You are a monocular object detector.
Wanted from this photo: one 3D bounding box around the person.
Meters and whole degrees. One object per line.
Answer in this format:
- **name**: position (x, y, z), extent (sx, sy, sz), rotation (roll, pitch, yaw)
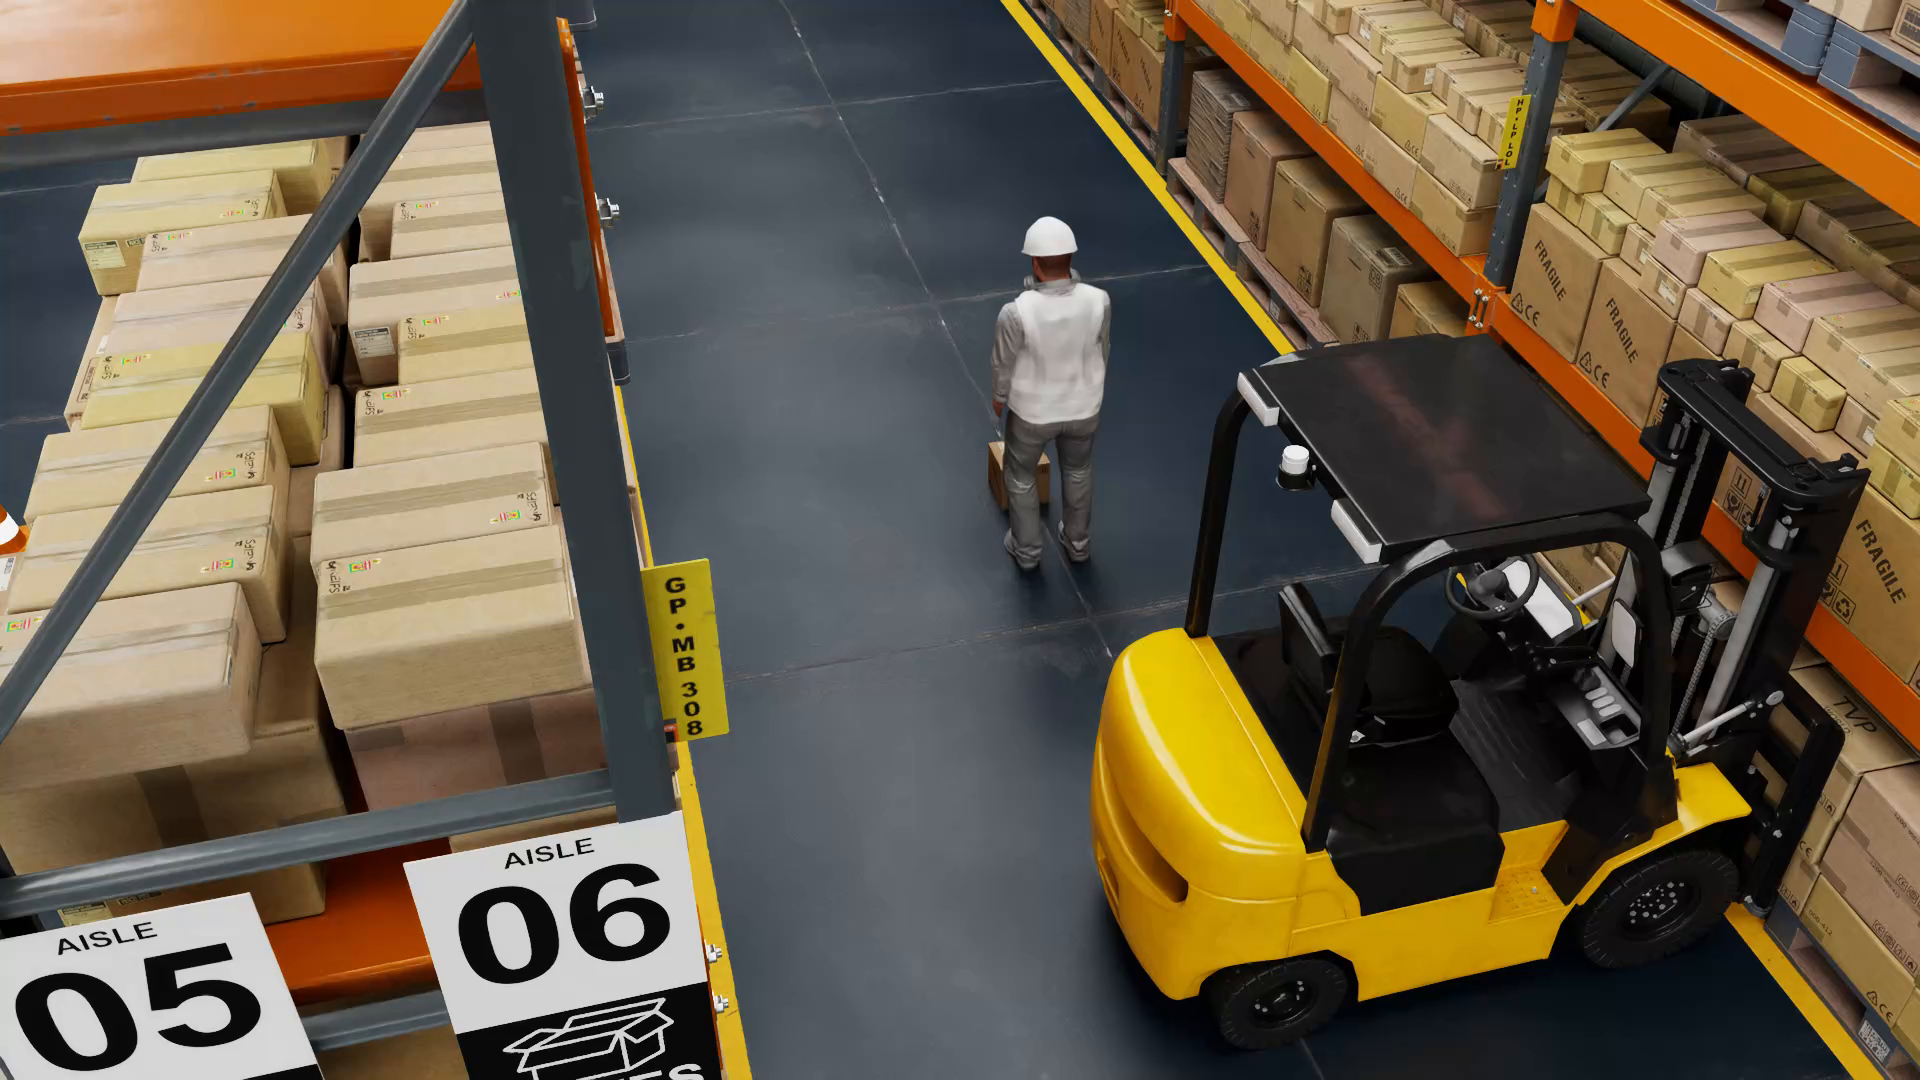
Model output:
- **person**: position (0.398, -0.631, 7.531), extent (0.546, 1.751, 0.413), rotation (-9, 39, -11)
